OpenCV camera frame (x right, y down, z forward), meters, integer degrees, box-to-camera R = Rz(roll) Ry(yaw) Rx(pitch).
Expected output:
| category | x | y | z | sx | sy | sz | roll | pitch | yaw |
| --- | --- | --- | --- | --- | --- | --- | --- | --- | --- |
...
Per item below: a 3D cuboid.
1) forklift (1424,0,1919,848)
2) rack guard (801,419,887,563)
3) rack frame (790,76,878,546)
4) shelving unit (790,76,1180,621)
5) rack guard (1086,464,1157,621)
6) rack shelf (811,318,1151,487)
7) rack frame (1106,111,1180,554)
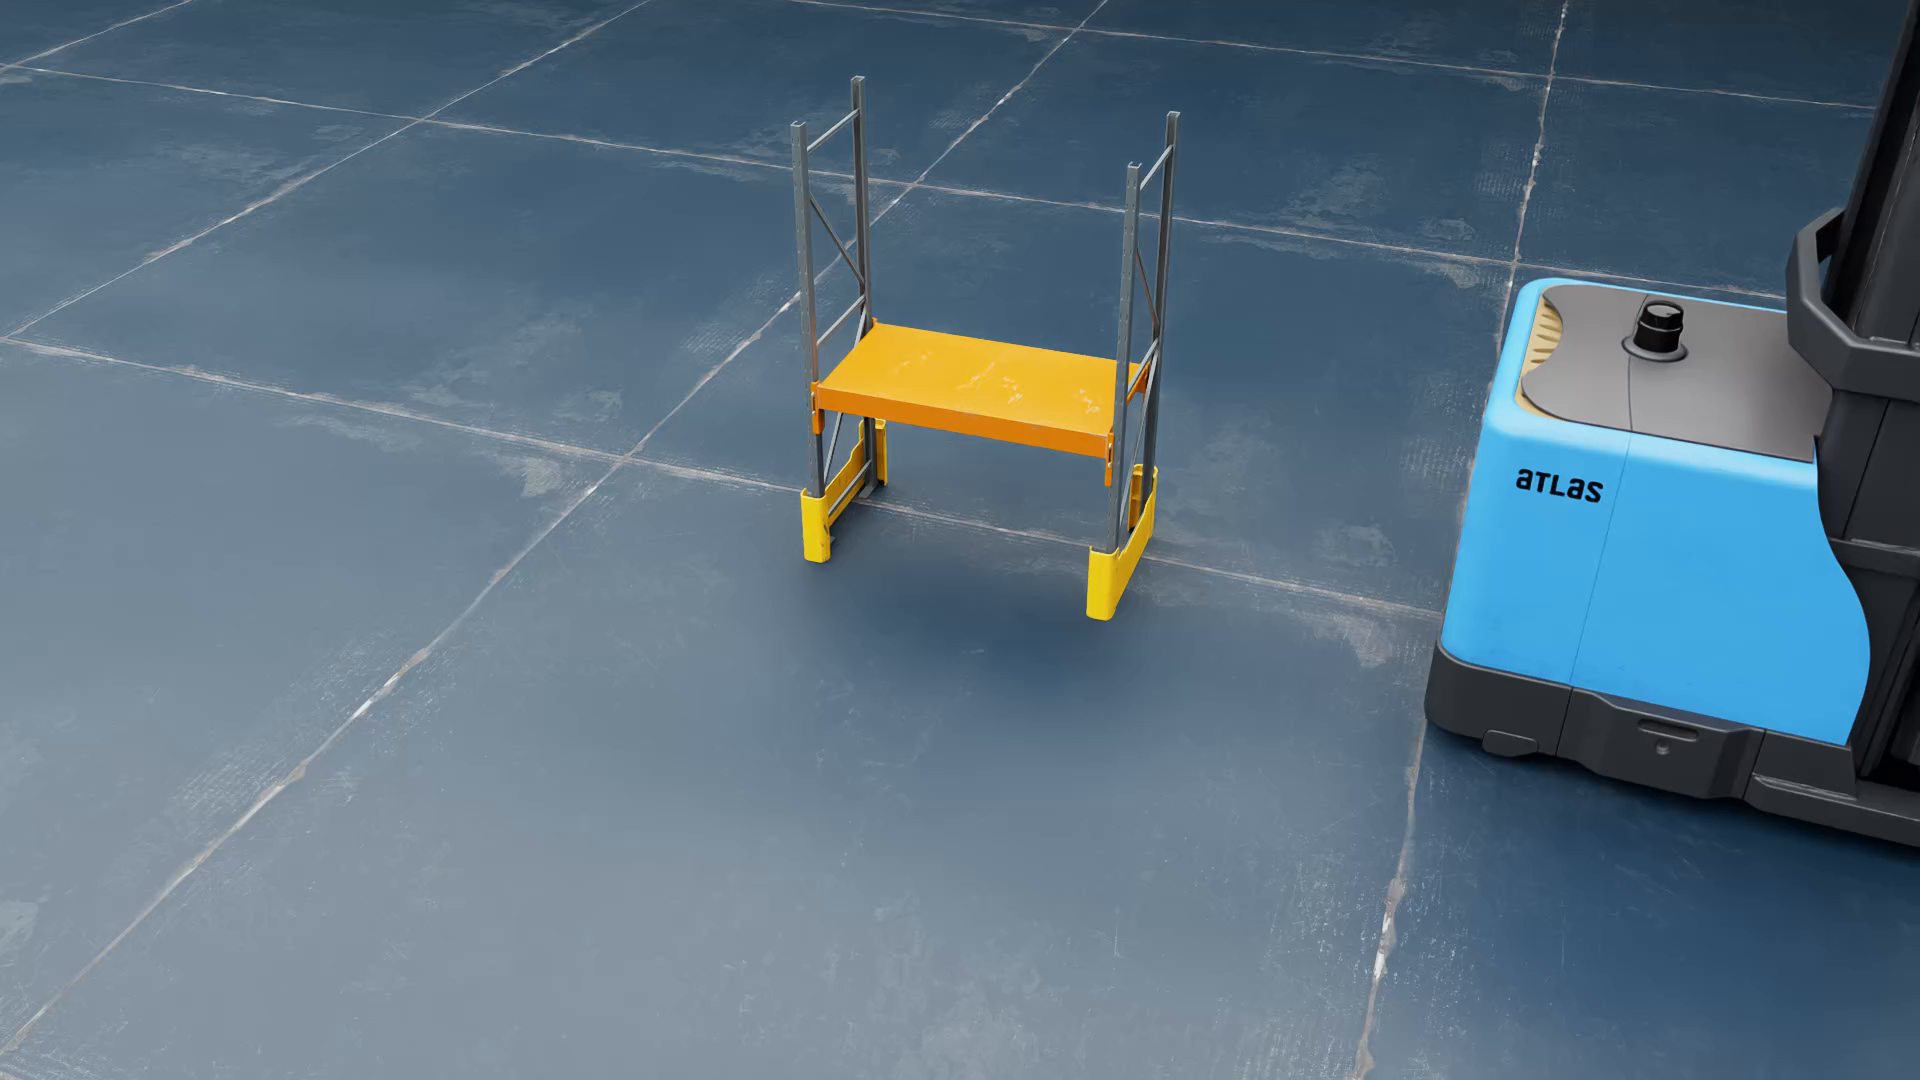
| category | x | y | z | sx | sy | sz | roll | pitch | yaw |
| --- | --- | --- | --- | --- | --- | --- | --- | --- | --- |
| forklift | 2.922 | -0.598 | 3.973 | 3.031 | 2.935 | 1.130 | 12 | 35 | 18 |
| rack guard | -0.397 | -0.182 | 5.802 | 0.087 | 0.250 | 0.587 | 11 | 34 | 16 |
| rack frame | -0.398 | -0.707 | 5.463 | 0.032 | 1.500 | 0.500 | 11 | 34 | 16 |
| shelving unit | 0.072 | -0.616 | 5.322 | 1.083 | 1.500 | 0.587 | 11 | 34 | 16 |
| rack guard | 0.541 | 0.000 | 5.519 | 0.087 | 0.250 | 0.587 | 11 | 34 | 16 |
| rack shelf | 0.080 | -0.463 | 5.417 | 1.000 | 0.185 | 0.538 | 11 | 34 | 16 |
| rack frame | 0.559 | -0.521 | 5.175 | 0.032 | 1.500 | 0.500 | 11 | 34 | 16 |
